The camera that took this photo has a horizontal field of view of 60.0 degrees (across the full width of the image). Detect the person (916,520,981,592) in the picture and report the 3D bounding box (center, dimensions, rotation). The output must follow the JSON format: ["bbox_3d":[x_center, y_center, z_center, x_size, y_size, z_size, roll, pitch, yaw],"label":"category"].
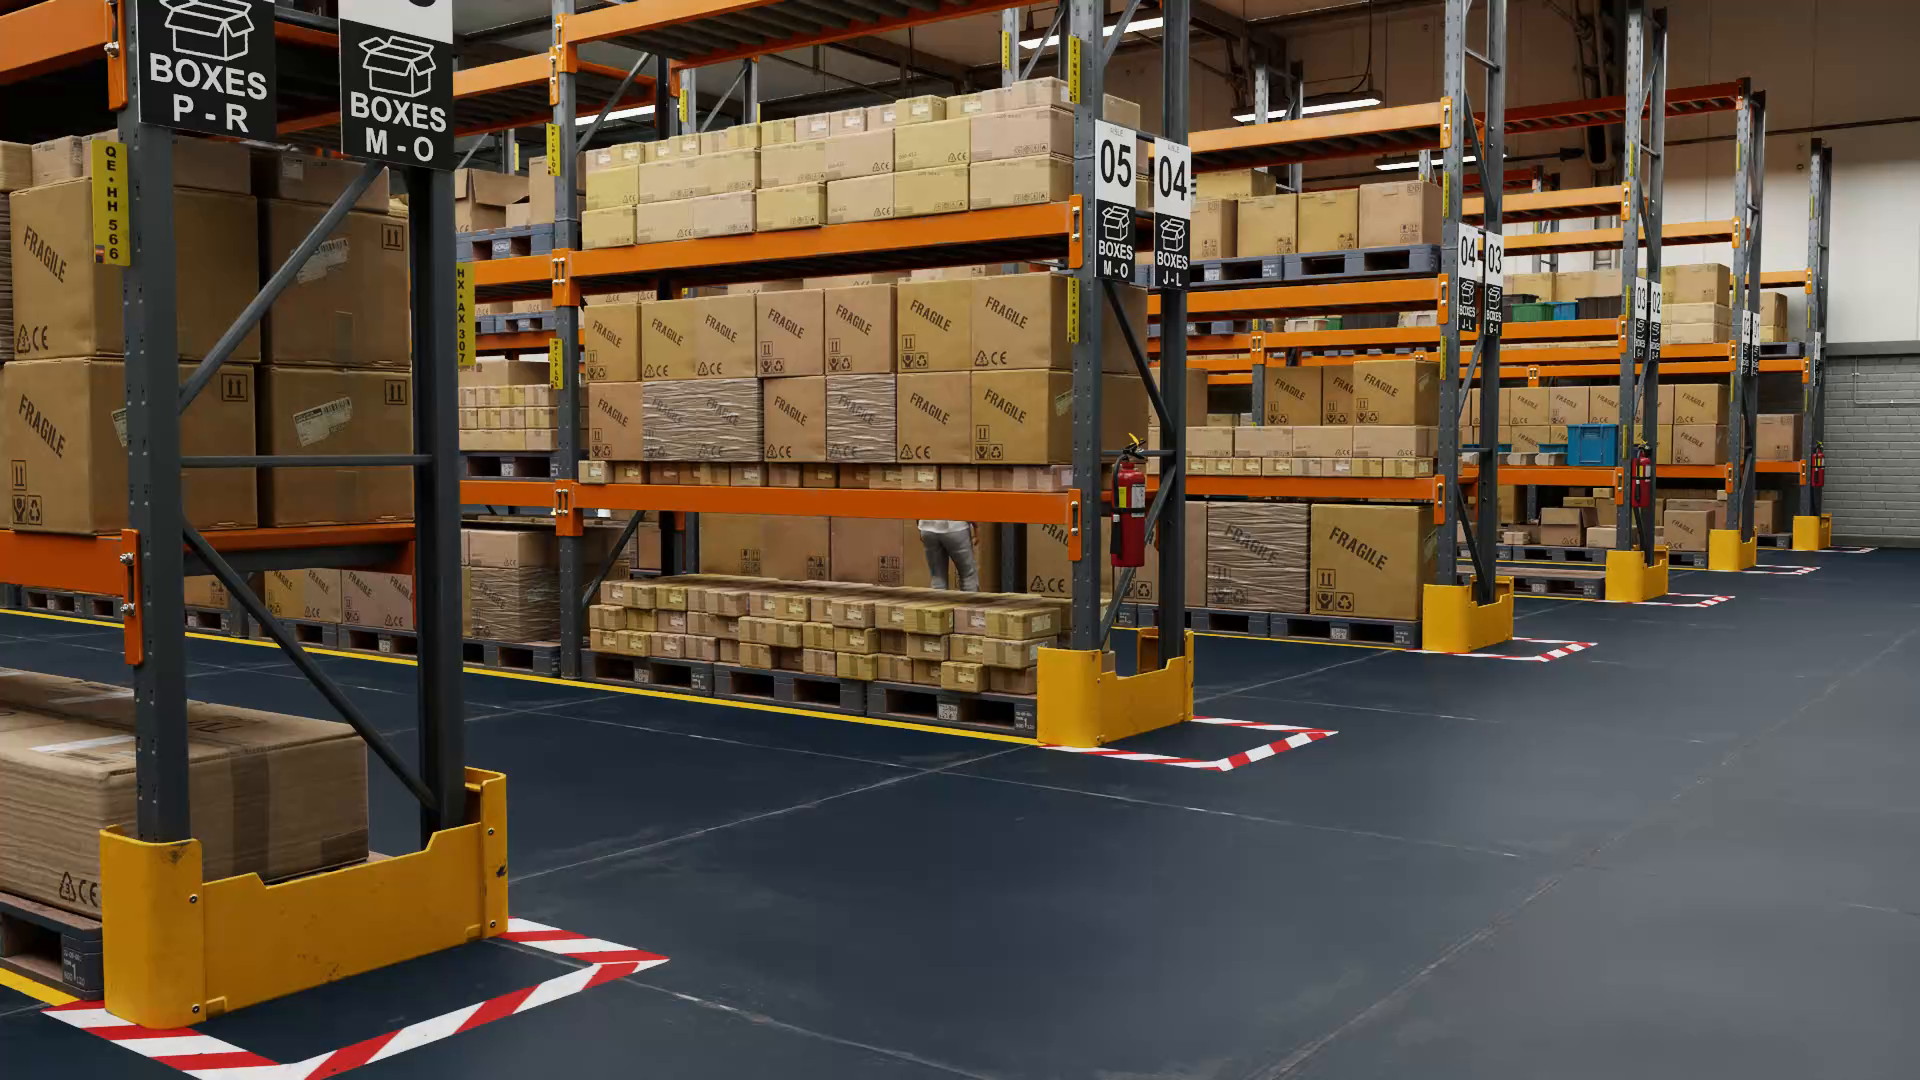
[{"bbox_3d":[-0.057,-0.062,13.510,0.599,1.671,0.529,2,4,29],"label":"person"}]
